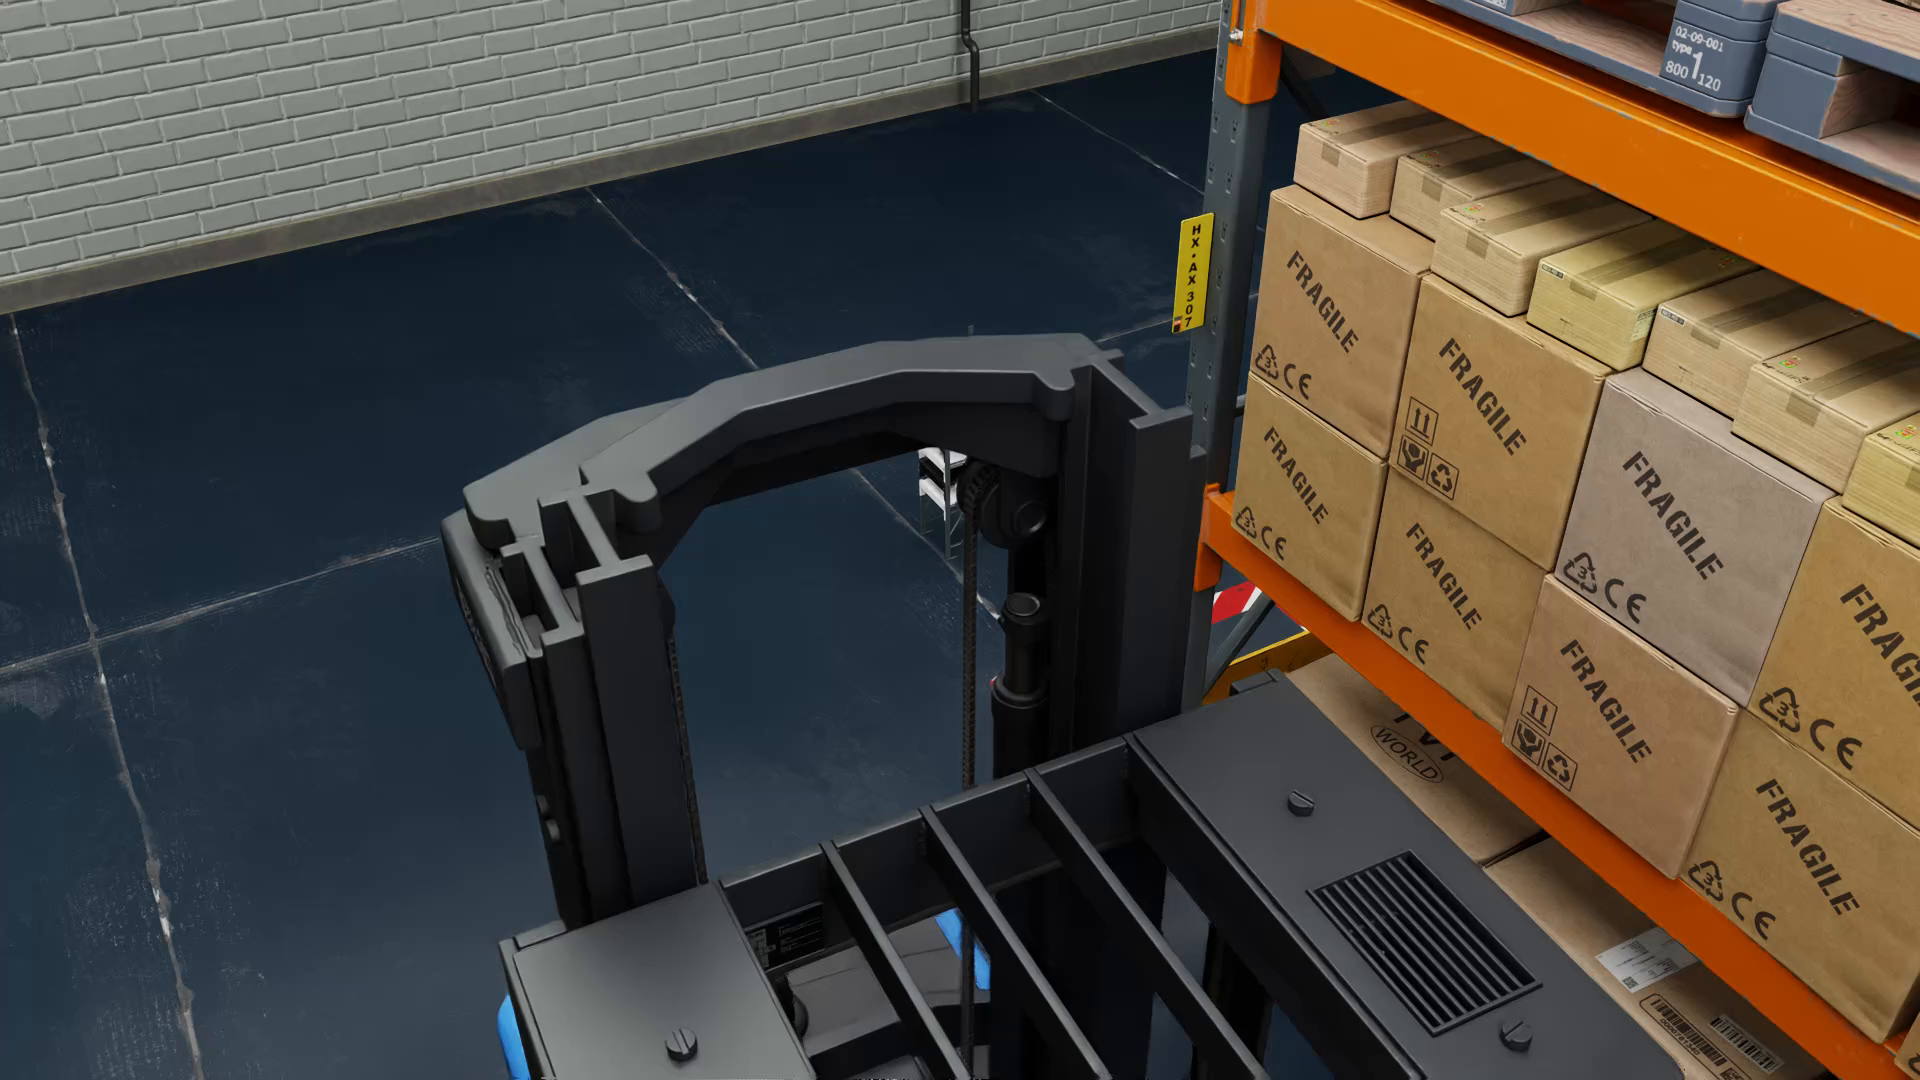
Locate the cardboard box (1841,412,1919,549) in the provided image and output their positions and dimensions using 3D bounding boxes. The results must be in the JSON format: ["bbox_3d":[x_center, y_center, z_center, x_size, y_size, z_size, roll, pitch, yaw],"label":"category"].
[{"bbox_3d":[1.774,-0.116,2.884,0.380,0.149,0.250,-20,41,-25],"label":"cardboard box"}]

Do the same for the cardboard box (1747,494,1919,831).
[{"bbox_3d":[1.870,0.184,3.022,0.500,0.500,0.500,-19,40,-24],"label":"cardboard box"}]

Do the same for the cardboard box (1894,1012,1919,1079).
[{"bbox_3d":[2.120,0.849,2.959,0.500,0.500,0.500,-20,40,-25],"label":"cardboard box"}]

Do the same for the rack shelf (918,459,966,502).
[{"bbox_3d":[-0.004,-0.268,6.563,0.258,0.077,0.200,-19,40,-24],"label":"rack shelf"}]

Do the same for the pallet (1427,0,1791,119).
[{"bbox_3d":[1.474,-1.277,3.487,1.003,0.211,1.213,-19,40,-24],"label":"pallet"}]

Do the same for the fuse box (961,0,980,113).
[{"bbox_3d":[0.129,-3.373,9.917,0.539,1.711,0.414,-19,40,-24],"label":"fuse box"}]

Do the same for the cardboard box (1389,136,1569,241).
[{"bbox_3d":[1.225,-0.807,3.829,0.380,0.149,0.250,-18,40,-23],"label":"cardboard box"}]

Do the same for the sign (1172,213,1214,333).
[{"bbox_3d":[0.610,-0.697,4.360,0.100,0.325,0.005,-19,40,-24],"label":"sign"}]

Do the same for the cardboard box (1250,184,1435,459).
[{"bbox_3d":[1.088,-0.592,4.084,0.500,0.500,0.500,-20,41,-25],"label":"cardboard box"}]

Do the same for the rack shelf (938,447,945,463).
[{"bbox_3d":[-0.004,-0.413,6.457,0.258,0.077,0.200,-19,40,-24],"label":"rack shelf"}]

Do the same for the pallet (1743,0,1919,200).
[{"bbox_3d":[2.091,-0.654,2.634,1.003,0.211,1.213,-19,40,-24],"label":"pallet"}]

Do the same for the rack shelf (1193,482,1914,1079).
[{"bbox_3d":[2.097,0.834,3.675,1.077,0.370,4.000,-19,40,-24],"label":"rack shelf"}]

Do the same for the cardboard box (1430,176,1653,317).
[{"bbox_3d":[1.256,-0.641,3.601,0.380,0.149,0.250,-18,40,-23],"label":"cardboard box"}]

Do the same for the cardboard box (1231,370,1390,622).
[{"bbox_3d":[1.086,-0.187,4.378,0.500,0.500,0.500,-19,40,-24],"label":"cardboard box"}]

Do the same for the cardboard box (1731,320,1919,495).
[{"bbox_3d":[1.671,-0.254,3.072,0.380,0.149,0.250,-19,40,-24],"label":"cardboard box"}]

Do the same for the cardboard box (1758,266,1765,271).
[{"bbox_3d":[1.888,-0.689,3.668,0.380,0.149,0.250,-18,40,-23],"label":"cardboard box"}]

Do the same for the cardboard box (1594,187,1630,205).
[{"bbox_3d":[1.594,-0.937,4.007,0.380,0.149,0.250,-18,40,-23],"label":"cardboard box"}]

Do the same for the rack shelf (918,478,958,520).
[{"bbox_3d":[-0.004,-0.195,6.616,0.258,0.077,0.200,-19,40,-24],"label":"rack shelf"}]

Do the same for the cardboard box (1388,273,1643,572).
[{"bbox_3d":[1.353,-0.330,3.726,0.500,0.500,0.500,-20,41,-25],"label":"cardboard box"}]

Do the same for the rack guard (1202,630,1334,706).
[{"bbox_3d":[1.081,0.521,5.613,1.175,0.500,0.348,-19,40,-24],"label":"rack guard"}]

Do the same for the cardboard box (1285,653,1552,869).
[{"bbox_3d":[1.511,0.695,5.071,0.875,0.438,0.875,-20,41,-25],"label":"cardboard box"}]

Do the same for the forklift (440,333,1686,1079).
[{"bbox_3d":[0.092,1.306,2.477,1.130,2.935,3.031,-16,39,-21],"label":"forklift"}]

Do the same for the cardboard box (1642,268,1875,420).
[{"bbox_3d":[1.582,-0.393,3.263,0.380,0.149,0.250,-19,40,-23],"label":"cardboard box"}]

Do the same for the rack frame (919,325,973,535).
[{"bbox_3d":[-0.055,-0.419,6.561,0.240,0.900,0.006,-19,40,-24],"label":"rack frame"}]

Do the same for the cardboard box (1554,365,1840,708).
[{"bbox_3d":[1.619,-0.070,3.370,0.500,0.500,0.500,-19,40,-24],"label":"cardboard box"}]

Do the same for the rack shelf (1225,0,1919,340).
[{"bbox_3d":[2.097,-0.377,2.790,1.077,0.370,4.000,-19,40,-24],"label":"rack shelf"}]

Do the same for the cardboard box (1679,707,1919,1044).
[{"bbox_3d":[1.870,0.578,3.331,0.500,0.500,0.500,-18,40,-22],"label":"cardboard box"}]

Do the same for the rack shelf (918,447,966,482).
[{"bbox_3d":[-0.004,-0.341,6.510,0.258,0.077,0.200,-19,40,-24],"label":"rack shelf"}]

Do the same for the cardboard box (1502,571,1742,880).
[{"bbox_3d":[1.604,0.327,3.674,0.500,0.500,0.500,-19,40,-24],"label":"cardboard box"}]

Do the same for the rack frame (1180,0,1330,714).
[{"bbox_3d":[1.093,-0.477,4.859,1.000,3.000,0.127,-19,40,-24],"label":"rack frame"}]

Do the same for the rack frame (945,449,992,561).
[{"bbox_3d":[0.047,-0.316,6.419,0.240,0.900,0.006,-19,40,-24],"label":"rack frame"}]

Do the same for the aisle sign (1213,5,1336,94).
[{"bbox_3d":[0.806,-1.477,4.025,0.394,0.787,0.004,-19,40,-24],"label":"aisle sign"}]

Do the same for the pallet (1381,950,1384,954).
[{"bbox_3d":[1.562,1.034,5.155,1.003,0.211,1.213,-19,40,-24],"label":"pallet"}]

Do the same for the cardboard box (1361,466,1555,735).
[{"bbox_3d":[1.364,0.063,4.036,0.500,0.500,0.500,-19,40,-25],"label":"cardboard box"}]

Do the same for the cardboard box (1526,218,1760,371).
[{"bbox_3d":[1.404,-0.512,3.425,0.380,0.149,0.250,-20,41,-25],"label":"cardboard box"}]

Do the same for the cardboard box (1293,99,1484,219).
[{"bbox_3d":[1.032,-0.920,3.983,0.380,0.149,0.250,-18,40,-23],"label":"cardboard box"}]

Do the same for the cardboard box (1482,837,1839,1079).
[{"bbox_3d":[1.978,1.160,4.435,0.875,0.438,0.875,-18,40,-23],"label":"cardboard box"}]

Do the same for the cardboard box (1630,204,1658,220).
[{"bbox_3d":[1.797,-0.830,3.861,0.380,0.149,0.250,-19,40,-24],"label":"cardboard box"}]

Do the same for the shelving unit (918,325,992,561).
[{"bbox_3d":[-0.004,-0.368,6.490,0.258,0.900,0.210,-19,40,-24],"label":"shelving unit"}]
